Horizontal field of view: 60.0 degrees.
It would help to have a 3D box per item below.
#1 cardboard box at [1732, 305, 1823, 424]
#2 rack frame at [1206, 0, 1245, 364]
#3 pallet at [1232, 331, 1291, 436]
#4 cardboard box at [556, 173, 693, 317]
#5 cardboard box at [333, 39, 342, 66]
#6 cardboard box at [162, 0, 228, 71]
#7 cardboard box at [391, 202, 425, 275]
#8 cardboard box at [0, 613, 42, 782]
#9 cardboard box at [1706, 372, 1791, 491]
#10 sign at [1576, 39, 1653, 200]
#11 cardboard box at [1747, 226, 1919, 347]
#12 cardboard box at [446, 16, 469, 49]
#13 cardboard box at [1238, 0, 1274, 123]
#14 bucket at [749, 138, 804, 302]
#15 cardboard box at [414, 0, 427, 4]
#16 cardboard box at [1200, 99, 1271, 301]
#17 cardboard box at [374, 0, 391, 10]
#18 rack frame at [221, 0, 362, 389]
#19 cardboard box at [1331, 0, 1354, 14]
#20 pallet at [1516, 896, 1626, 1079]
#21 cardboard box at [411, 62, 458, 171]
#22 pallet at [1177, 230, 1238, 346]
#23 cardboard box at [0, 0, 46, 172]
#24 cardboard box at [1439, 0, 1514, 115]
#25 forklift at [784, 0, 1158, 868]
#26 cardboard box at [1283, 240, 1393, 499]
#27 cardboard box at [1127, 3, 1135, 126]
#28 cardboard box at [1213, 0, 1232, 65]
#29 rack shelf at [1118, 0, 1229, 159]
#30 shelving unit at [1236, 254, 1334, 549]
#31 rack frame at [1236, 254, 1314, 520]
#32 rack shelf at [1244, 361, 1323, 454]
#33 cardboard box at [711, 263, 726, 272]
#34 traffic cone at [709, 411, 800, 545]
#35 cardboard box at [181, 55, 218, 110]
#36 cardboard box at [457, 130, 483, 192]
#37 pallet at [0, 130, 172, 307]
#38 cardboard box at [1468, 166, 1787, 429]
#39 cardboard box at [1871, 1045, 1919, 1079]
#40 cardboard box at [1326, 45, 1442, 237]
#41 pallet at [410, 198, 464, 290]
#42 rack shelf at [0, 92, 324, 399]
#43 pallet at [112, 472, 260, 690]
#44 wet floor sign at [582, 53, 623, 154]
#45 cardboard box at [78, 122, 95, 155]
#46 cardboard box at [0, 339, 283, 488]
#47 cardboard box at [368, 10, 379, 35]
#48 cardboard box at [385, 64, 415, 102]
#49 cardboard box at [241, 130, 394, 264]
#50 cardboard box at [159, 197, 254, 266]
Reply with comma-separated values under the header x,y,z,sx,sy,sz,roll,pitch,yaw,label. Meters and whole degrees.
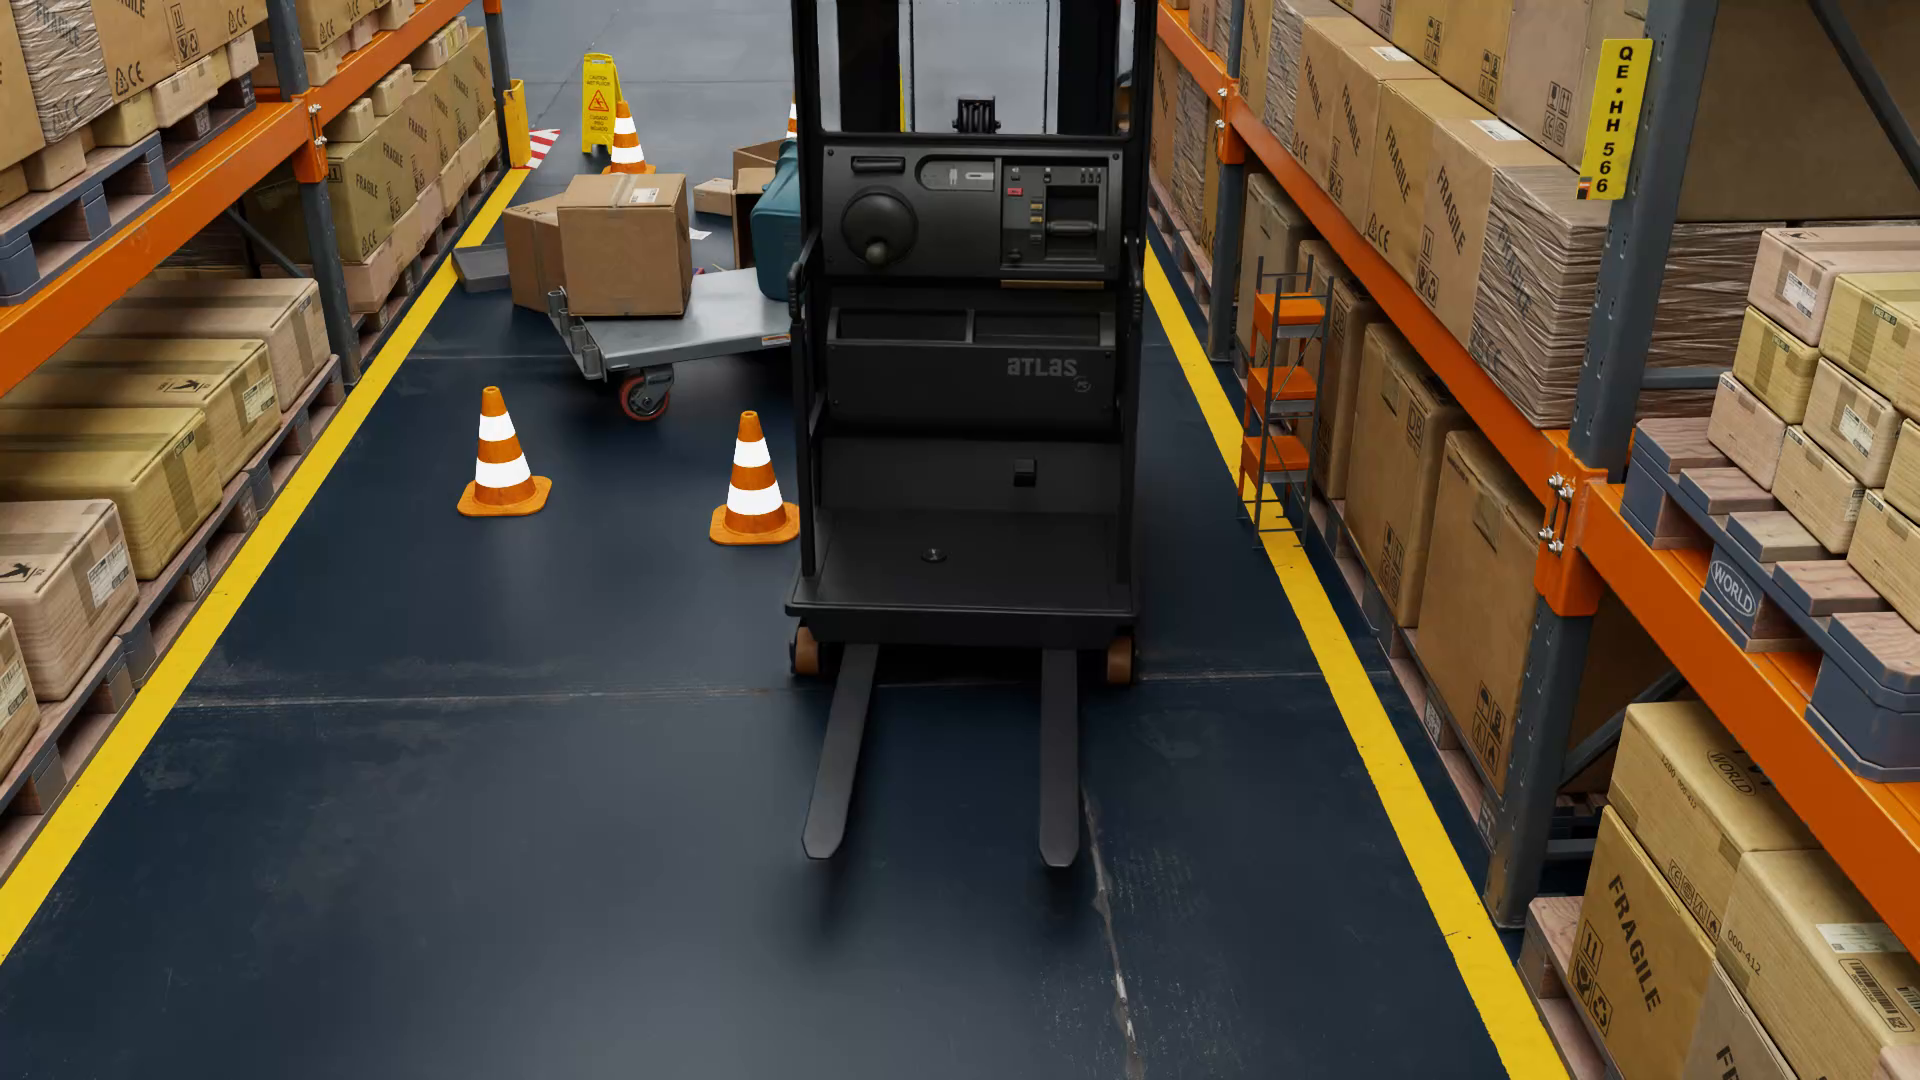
x,y,z,sx,sy,sz,roll,pitch,yaw,label
1.713,-0.335,3.144,0.380,0.149,0.250,0,28,0,cardboard box
1.679,-2.204,7.231,1.000,3.000,0.127,-1,28,-3,rack frame
1.795,-0.613,7.196,1.003,0.211,1.213,-1,28,-3,pallet
-1.483,-1.322,7.424,0.500,0.500,0.500,-1,28,-3,cardboard box
-3.020,-2.195,7.486,0.380,0.149,0.250,-1,28,-1,cardboard box
-2.979,-1.963,5.886,0.500,0.500,0.500,-1,28,-2,cardboard box
-3.059,-1.530,8.458,0.500,0.250,0.500,0,28,0,cardboard box
-3.070,0.528,4.382,0.950,0.372,0.625,-3,28,-6,cardboard box
1.710,-0.220,3.245,0.380,0.149,0.250,-2,28,-3,cardboard box
1.334,-0.855,3.393,0.100,0.325,0.005,-1,28,-3,sign
1.719,-0.475,3.091,0.380,0.149,0.250,-1,28,-3,cardboard box
-3.079,-2.940,9.650,0.380,0.149,0.250,-1,28,-1,cardboard box
1.438,-1.998,6.730,0.500,0.500,0.500,-1,28,-2,cardboard box
-0.631,-1.433,7.650,0.726,0.611,0.620,8,39,15,bucket
-3.098,-3.017,9.062,0.380,0.149,0.250,-2,28,-3,cardboard box
1.716,-1.740,8.186,0.875,0.875,0.875,-1,28,-2,cardboard box
-3.066,-2.887,8.112,0.500,0.500,0.500,-2,28,-3,cardboard box
-3.259,-2.037,6.913,1.000,3.000,0.127,-1,28,-3,rack frame
1.740,-2.225,6.082,0.700,0.500,0.500,-2,28,-3,cardboard box
1.927,1.241,3.642,1.003,0.211,1.213,-1,28,-3,pallet
-3.116,-2.346,9.213,0.500,0.500,0.500,-2,28,-4,cardboard box
1.717,-1.320,8.553,1.003,0.211,1.213,-1,28,-3,pallet
-2.911,-1.251,4.522,0.500,0.500,0.500,-1,28,-2,cardboard box
1.818,-1.522,4.735,0.700,0.500,0.500,-2,28,-3,cardboard box
0.028,-0.986,4.972,1.130,2.935,3.031,1,28,3,forklift
1.848,-0.662,6.255,1.050,0.750,0.750,-1,28,-3,cardboard box
1.572,-2.983,10.570,0.875,0.875,0.875,-1,28,-2,cardboard box
1.648,-2.440,7.523,0.875,0.550,0.550,-1,28,-3,cardboard box
1.575,-2.808,9.168,1.077,0.370,4.000,-1,28,-3,rack shelf
1.175,-0.494,6.061,0.215,1.050,0.252,-3,28,-5,shelving unit
1.163,-0.550,6.168,0.200,1.050,0.008,-3,28,-5,rack frame
1.175,-0.484,6.066,0.215,0.259,0.240,-3,28,-5,rack shelf
-1.158,-1.253,8.365,0.258,0.266,0.396,-23,35,-37,cardboard box
-0.782,-0.264,6.256,0.336,0.463,0.334,-1,28,-3,traffic cone
-2.911,-1.641,5.970,0.380,0.149,0.250,-2,28,-3,cardboard box
-3.138,-2.245,9.831,0.500,0.250,0.500,-1,28,-2,cardboard box
-3.194,-1.018,5.166,1.003,0.211,1.213,-1,28,-3,pallet
1.596,-0.602,4.053,0.500,0.500,0.500,-1,28,-3,cardboard box
1.722,1.021,2.487,0.500,0.250,0.500,-1,28,-2,cardboard box
1.515,-1.300,5.391,0.500,0.500,0.500,-1,28,-2,cardboard box
-3.396,-1.675,9.233,1.003,0.211,1.213,-1,28,-3,pallet
-3.155,-0.795,5.308,1.077,0.370,4.000,-1,28,-3,rack shelf
-3.150,0.123,5.785,1.003,0.211,1.213,-1,28,-3,pallet
-2.409,-2.954,11.217,0.267,0.644,0.232,8,29,15,wet floor sign
-3.006,-1.286,5.289,0.380,0.149,0.250,-2,28,-4,cardboard box
-3.188,-0.484,6.322,0.950,0.372,0.625,0,28,1,cardboard box
-3.088,-2.554,8.175,0.380,0.149,0.250,-2,28,-3,cardboard box
-3.012,-2.324,8.469,0.380,0.149,0.250,0,28,0,cardboard box
-3.020,-1.616,7.813,0.500,0.500,0.500,0,28,0,cardboard box
-3.558,-1.604,7.789,0.500,0.500,0.500,-2,28,-3,cardboard box
